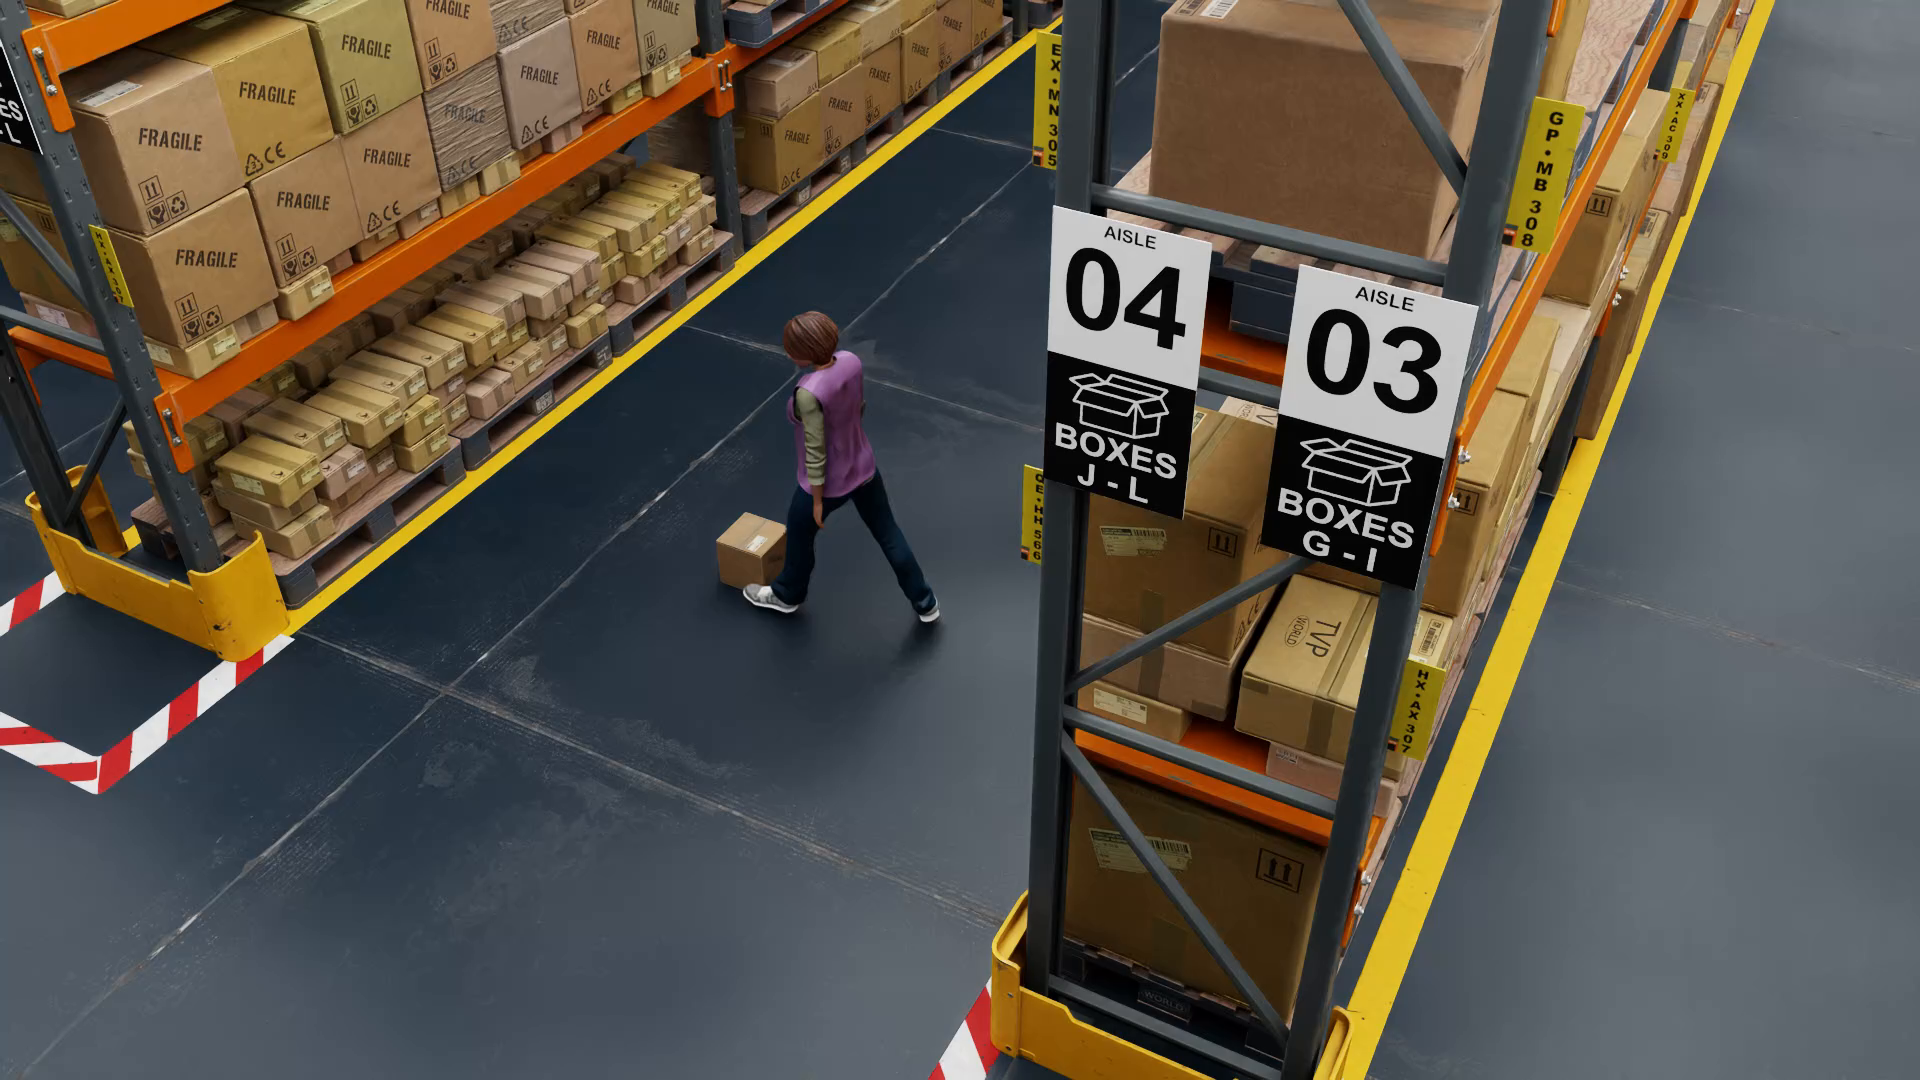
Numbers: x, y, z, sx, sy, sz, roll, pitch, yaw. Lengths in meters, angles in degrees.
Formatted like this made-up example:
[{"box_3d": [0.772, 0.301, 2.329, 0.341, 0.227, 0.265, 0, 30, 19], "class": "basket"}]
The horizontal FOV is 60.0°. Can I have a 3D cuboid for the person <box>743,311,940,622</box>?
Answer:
[{"box_3d": [-0.508, -0.299, 7.141, 0.848, 1.539, 0.552, 26, 45, 29], "class": "person"}]
